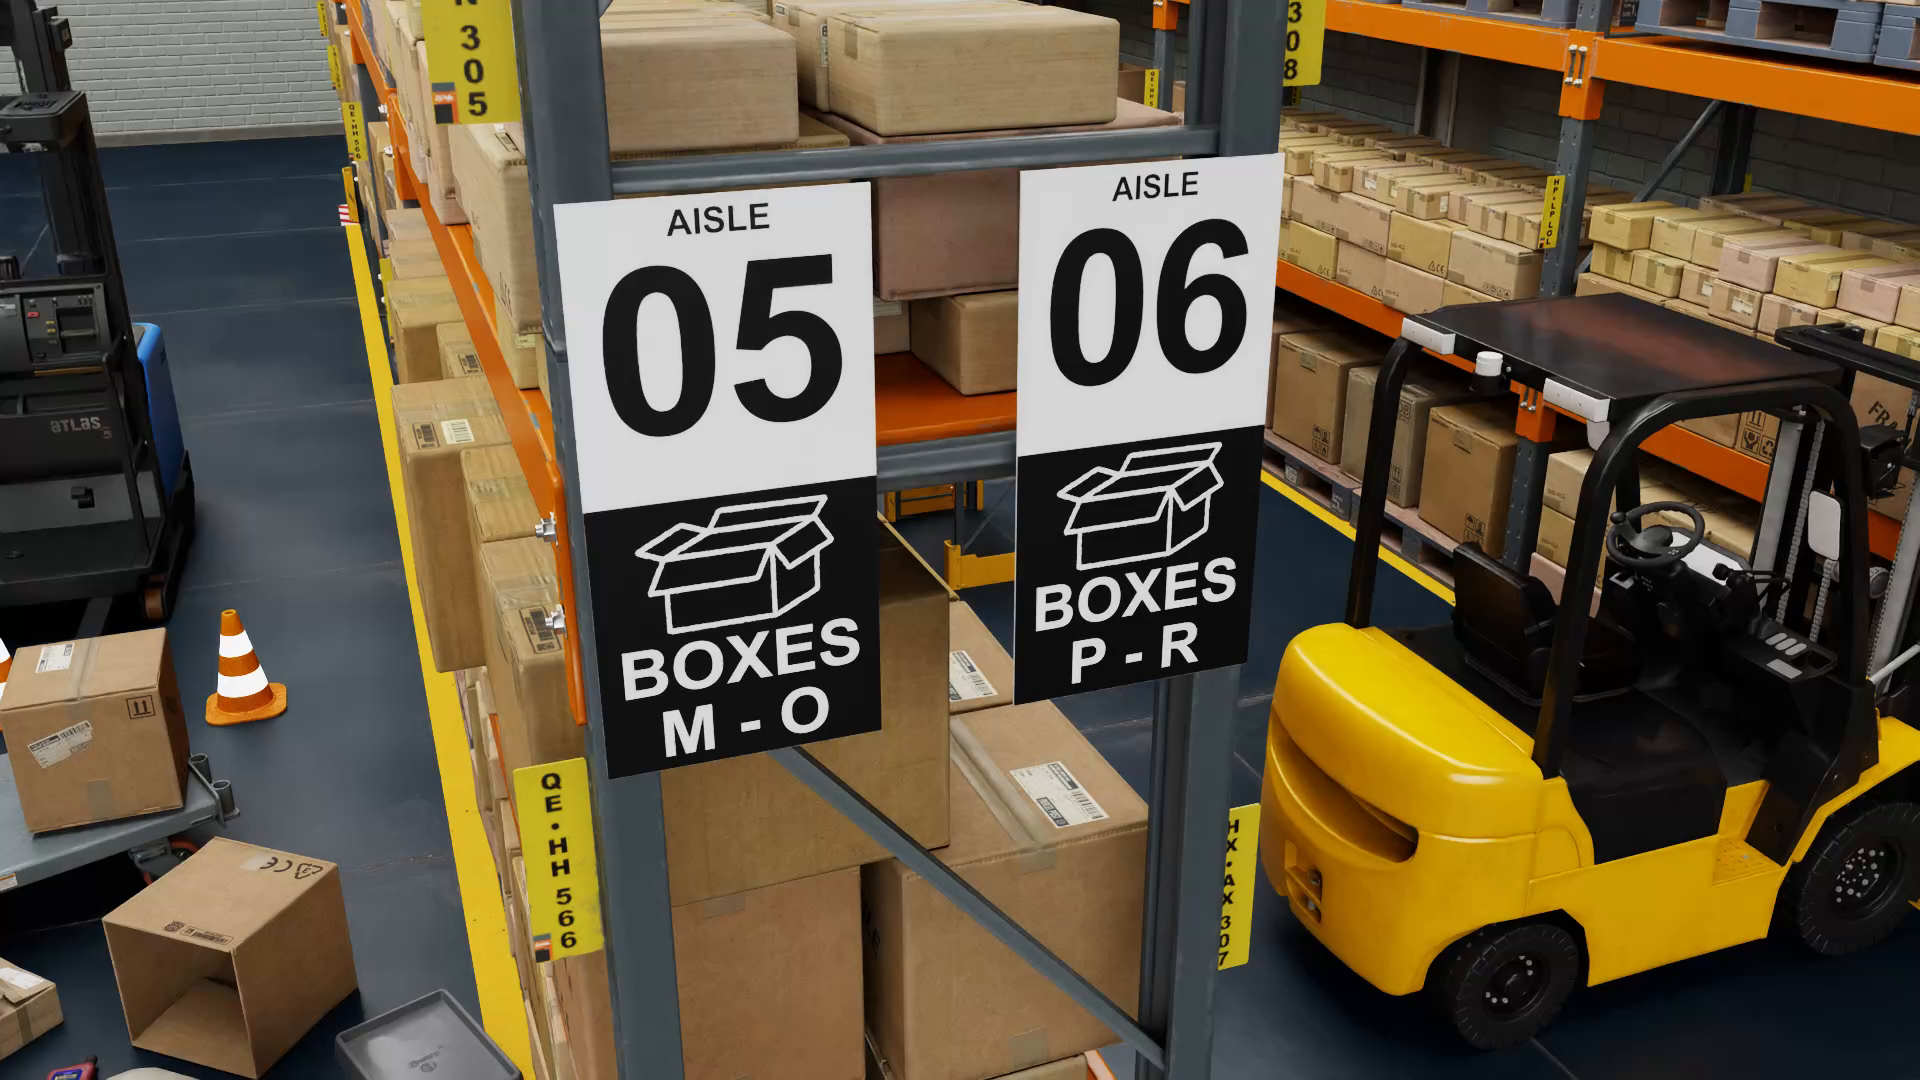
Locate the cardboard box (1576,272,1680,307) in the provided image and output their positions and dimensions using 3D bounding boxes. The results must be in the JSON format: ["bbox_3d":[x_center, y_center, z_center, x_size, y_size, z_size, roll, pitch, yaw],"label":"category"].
[{"bbox_3d":[3.093,-0.911,7.421,0.500,0.500,0.500,-9,24,-20],"label":"cardboard box"}]

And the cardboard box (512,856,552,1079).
[{"bbox_3d":[-0.935,1.173,4.639,0.500,0.500,0.500,-9,24,-20],"label":"cardboard box"}]

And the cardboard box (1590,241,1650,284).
[{"bbox_3d":[3.047,-1.255,7.402,0.380,0.149,0.250,-9,24,-20],"label":"cardboard box"}]

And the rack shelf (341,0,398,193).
[{"bbox_3d":[-2.168,-2.157,7.570,1.077,0.370,4.000,-8,24,-19],"label":"rack shelf"}]

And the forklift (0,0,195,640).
[{"bbox_3d":[-4.568,-1.004,7.858,1.130,2.935,3.031,-7,24,-17],"label":"forklift"}]

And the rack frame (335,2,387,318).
[{"bbox_3d":[-4.288,-3.286,13.185,1.000,3.000,0.127,-8,24,-19],"label":"rack frame"}]

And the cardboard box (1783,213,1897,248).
[{"bbox_3d":[3.732,-1.278,7.074,0.380,0.149,0.250,-9,24,-19],"label":"cardboard box"}]

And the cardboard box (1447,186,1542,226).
[{"bbox_3d":[2.707,-1.688,8.429,0.380,0.149,0.250,-8,24,-19],"label":"cardboard box"}]

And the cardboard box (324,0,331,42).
[{"bbox_3d":[-5.798,-5.033,15.913,0.500,0.500,0.500,-9,24,-20],"label":"cardboard box"}]

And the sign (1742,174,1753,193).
[{"bbox_3d":[3.699,-1.574,7.906,0.100,0.325,0.005,-8,24,-19],"label":"sign"}]

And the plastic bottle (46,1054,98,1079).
[{"bbox_3d":[-2.760,1.701,5.136,0.133,0.061,0.283,-4,23,-10],"label":"plastic bottle"}]

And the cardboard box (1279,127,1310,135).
[{"bbox_3d":[1.919,-2.424,10.176,0.380,0.149,0.250,-8,24,-18],"label":"cardboard box"}]

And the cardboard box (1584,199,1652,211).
[{"bbox_3d":[3.257,-1.564,8.135,0.380,0.149,0.250,-9,24,-20],"label":"cardboard box"}]

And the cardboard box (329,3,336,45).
[{"bbox_3d":[-5.073,-4.296,14.164,0.500,0.500,0.500,-8,24,-18],"label":"cardboard box"}]

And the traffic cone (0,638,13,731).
[{"bbox_3d":[-4.247,0.563,7.319,0.336,0.463,0.334,-8,24,-19],"label":"traffic cone"}]

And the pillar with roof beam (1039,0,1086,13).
[{"bbox_3d":[-3.076,-6.519,13.131,9.100,9.000,0.400,-8,24,-19],"label":"pillar with roof beam"}]

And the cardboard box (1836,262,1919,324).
[{"bbox_3d":[3.545,-0.930,6.248,0.380,0.149,0.250,-8,24,-19],"label":"cardboard box"}]

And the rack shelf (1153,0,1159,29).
[{"bbox_3d":[1.061,-4.293,12.637,1.077,0.370,4.000,-8,24,-19],"label":"rack shelf"}]

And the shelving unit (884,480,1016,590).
[{"bbox_3d":[0.027,-0.663,8.893,0.587,1.500,1.083,-8,24,-19],"label":"shelving unit"}]

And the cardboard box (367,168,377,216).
[{"bbox_3d":[-3.283,-2.135,10.004,0.500,0.250,0.500,-8,24,-19],"label":"cardboard box"}]

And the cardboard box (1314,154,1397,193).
[{"bbox_3d":[2.207,-2.047,9.280,0.380,0.149,0.250,-9,24,-20],"label":"cardboard box"}]

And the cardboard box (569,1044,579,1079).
[{"bbox_3d":[-0.574,1.006,3.324,0.380,0.149,0.250,-9,24,-20],"label":"cardboard box"}]

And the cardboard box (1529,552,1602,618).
[{"bbox_3d":[3.042,0.233,7.835,0.500,0.250,0.500,-8,24,-18],"label":"cardboard box"}]

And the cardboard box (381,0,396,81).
[{"bbox_3d":[-1.371,-1.446,4.767,0.500,0.250,0.500,-9,24,-19],"label":"cardboard box"}]

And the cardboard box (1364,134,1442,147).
[{"bbox_3d":[2.641,-2.323,9.936,0.380,0.149,0.250,-9,24,-20],"label":"cardboard box"}]

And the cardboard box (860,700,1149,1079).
[{"bbox_3d":[0.044,0.681,3.262,0.500,0.500,0.500,-9,24,-20],"label":"cardboard box"}]

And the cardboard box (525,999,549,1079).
[{"bbox_3d":[-0.951,1.512,4.800,0.500,0.250,0.500,-9,25,-21],"label":"cardboard box"}]

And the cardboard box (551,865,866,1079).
[{"bbox_3d":[-0.498,0.731,3.141,0.500,0.500,0.500,-9,24,-20],"label":"cardboard box"}]

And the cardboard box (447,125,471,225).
[{"bbox_3d":[-0.645,-0.710,3.021,0.500,0.250,0.500,-9,24,-20],"label":"cardboard box"}]

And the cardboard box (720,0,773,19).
[{"bbox_3d":[-0.314,-1.084,3.395,0.380,0.149,0.250,-8,24,-19],"label":"cardboard box"}]

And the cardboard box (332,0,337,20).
[{"bbox_3d":[-4.694,-4.160,13.007,0.380,0.149,0.250,-9,24,-20],"label":"cardboard box"}]

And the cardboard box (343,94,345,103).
[{"bbox_3d":[-4.396,-3.249,12.646,0.500,0.250,0.500,-9,24,-21],"label":"cardboard box"}]

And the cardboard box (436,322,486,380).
[{"bbox_3d":[-0.928,-0.282,4.258,0.700,0.500,0.500,-9,24,-19],"label":"cardboard box"}]

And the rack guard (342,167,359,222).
[{"bbox_3d":[-5.709,-3.597,17.140,1.175,0.500,0.348,-8,24,-19],"label":"rack guard"}]

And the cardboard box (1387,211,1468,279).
[{"bbox_3d":[2.580,-1.552,8.621,0.500,0.250,0.500,-9,24,-20],"label":"cardboard box"}]

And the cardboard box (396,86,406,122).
[{"bbox_3d":[-1.543,-1.396,5.161,0.380,0.149,0.250,-8,24,-19],"label":"cardboard box"}]

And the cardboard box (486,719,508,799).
[{"bbox_3d":[-1.237,0.638,5.072,0.380,0.149,0.250,-7,24,-16],"label":"cardboard box"}]

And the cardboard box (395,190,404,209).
[{"bbox_3d":[-2.192,-1.261,7.327,0.500,0.500,0.500,-7,24,-17],"label":"cardboard box"}]

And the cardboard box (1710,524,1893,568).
[{"bbox_3d":[3.416,0.136,6.777,0.500,0.250,0.500,-7,24,-17],"label":"cardboard box"}]

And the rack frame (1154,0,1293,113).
[{"bbox_3d":[1.768,-2.515,11.356,1.000,3.000,0.127,-8,24,-19],"label":"rack frame"}]

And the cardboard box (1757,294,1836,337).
[{"bbox_3d":[3.367,-0.875,6.500,0.380,0.149,0.250,-9,24,-20],"label":"cardboard box"}]

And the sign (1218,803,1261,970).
[{"bbox_3d":[0.459,0.600,2.849,0.100,0.325,0.005,-8,24,-19],"label":"sign"}]

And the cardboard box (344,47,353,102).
[{"bbox_3d":[-3.832,-3.043,11.192,0.500,0.500,0.500,-9,24,-20],"label":"cardboard box"}]

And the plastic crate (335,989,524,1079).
[{"bbox_3d":[-1.674,1.649,5.235,0.402,0.080,0.583,-18,29,-37],"label":"plastic crate"}]

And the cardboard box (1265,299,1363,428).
[{"bbox_3d":[2.213,-1.150,10.633,0.875,0.625,0.625,-8,24,-17],"label":"cardboard box"}]

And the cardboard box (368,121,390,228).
[{"bbox_3d":[-2.932,-2.014,9.115,0.500,0.500,0.500,-9,24,-20],"label":"cardboard box"}]

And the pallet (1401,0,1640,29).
[{"bbox_3d":[2.857,-2.675,8.118,0.805,0.209,1.217,-9,25,-21],"label":"pallet"}]

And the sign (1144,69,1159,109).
[{"bbox_3d":[1.263,-2.935,10.962,0.100,0.325,0.005,-8,24,-19],"label":"sign"}]

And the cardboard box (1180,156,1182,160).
[{"bbox_3d":[1.673,-2.478,10.818,0.500,0.250,0.500,-8,24,-19],"label":"cardboard box"}]

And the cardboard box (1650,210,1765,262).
[{"bbox_3d":[3.209,-1.307,7.143,0.380,0.149,0.250,-8,24,-18],"label":"cardboard box"}]

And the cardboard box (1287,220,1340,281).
[{"bbox_3d":[2.239,-1.693,9.598,0.500,0.250,0.500,-8,24,-17],"label":"cardboard box"}]

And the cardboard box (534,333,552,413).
[{"bbox_3d":[-0.436,-0.284,2.523,0.380,0.149,0.250,-8,24,-19],"label":"cardboard box"}]

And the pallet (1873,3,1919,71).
[{"bbox_3d":[3.934,-1.655,5.565,1.003,0.211,1.213,-8,24,-19],"label":"pallet"}]

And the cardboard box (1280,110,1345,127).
[{"bbox_3d":[2.269,-2.690,10.807,0.380,0.149,0.250,-8,24,-18],"label":"cardboard box"}]

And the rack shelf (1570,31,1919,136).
[{"bbox_3d":[3.887,-1.386,5.741,1.077,0.370,4.000,-8,24,-19],"label":"rack shelf"}]

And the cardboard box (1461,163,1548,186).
[{"bbox_3d":[2.950,-1.944,9.035,0.380,0.149,0.250,-8,24,-19],"label":"cardboard box"}]

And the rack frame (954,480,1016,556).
[{"bbox_3d":[0.210,-0.475,8.447,0.500,1.500,0.032,-8,24,-19],"label":"rack frame"}]
